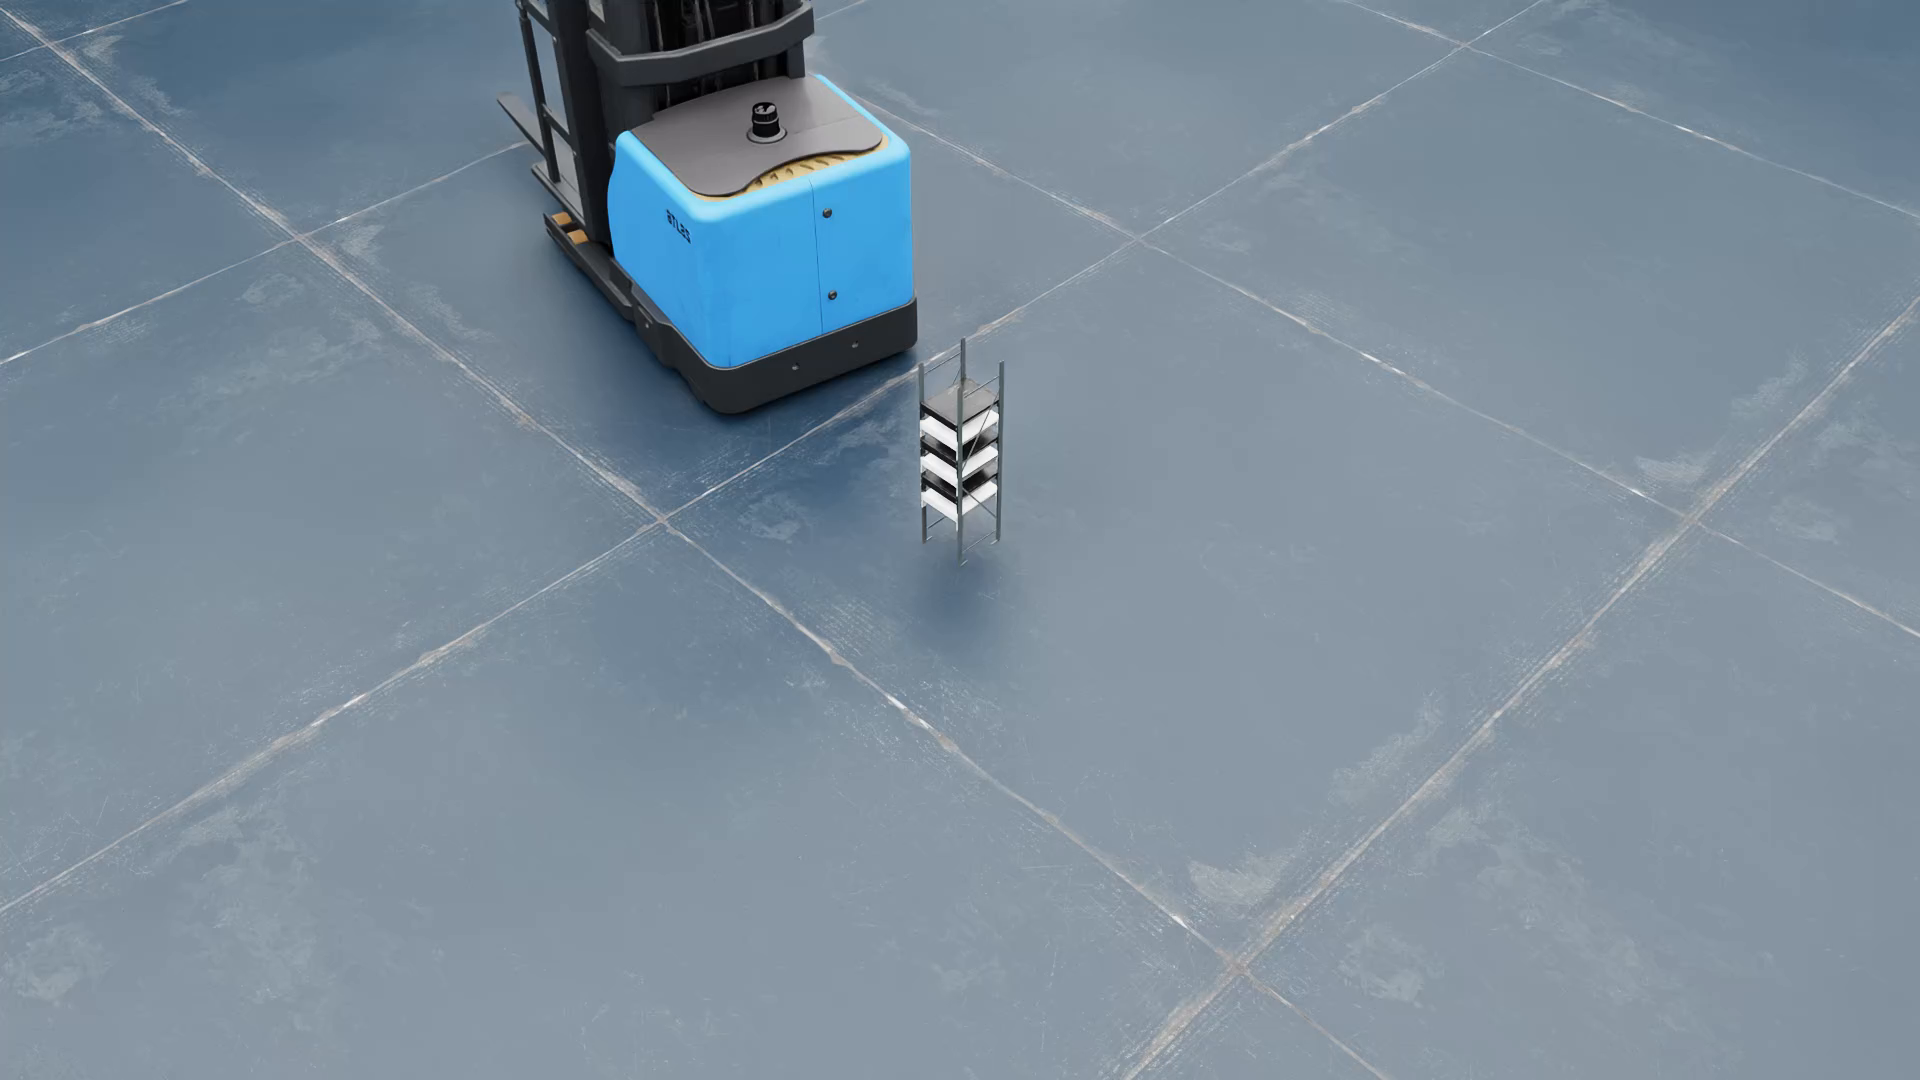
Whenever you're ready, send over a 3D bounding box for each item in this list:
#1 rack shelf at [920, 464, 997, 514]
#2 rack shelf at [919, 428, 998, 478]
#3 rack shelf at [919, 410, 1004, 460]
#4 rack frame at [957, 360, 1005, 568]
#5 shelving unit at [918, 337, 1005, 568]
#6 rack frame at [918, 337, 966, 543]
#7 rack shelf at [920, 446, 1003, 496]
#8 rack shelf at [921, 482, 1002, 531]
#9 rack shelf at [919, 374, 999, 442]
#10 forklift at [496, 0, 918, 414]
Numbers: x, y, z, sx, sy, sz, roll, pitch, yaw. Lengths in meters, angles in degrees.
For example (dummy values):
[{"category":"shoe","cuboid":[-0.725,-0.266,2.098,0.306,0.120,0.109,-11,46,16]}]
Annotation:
[{"category":"rack shelf","cuboid":[0.006,-0.236,6.524,0.258,0.077,0.200,-34,53,-31]},{"category":"rack shelf","cuboid":[0.006,-0.368,6.402,0.258,0.077,0.200,-34,53,-31]},{"category":"rack shelf","cuboid":[0.006,-0.434,6.341,0.258,0.077,0.200,-34,53,-31]},{"category":"rack frame","cuboid":[0.078,-0.278,6.388,0.240,0.900,0.006,-34,53,-31]},{"category":"shelving unit","cuboid":[0.006,-0.327,6.440,0.258,0.900,0.210,-34,53,-31]},{"category":"rack frame","cuboid":[-0.066,-0.375,6.493,0.240,0.900,0.006,-34,53,-31]},{"category":"rack shelf","cuboid":[0.006,-0.302,6.463,0.258,0.077,0.200,-34,53,-31]},{"category":"rack shelf","cuboid":[0.006,-0.170,6.585,0.258,0.077,0.200,-34,53,-31]},{"category":"rack shelf","cuboid":[0.006,-0.500,6.280,0.258,0.077,0.200,-34,53,-31]},{"category":"forklift","cuboid":[-1.418,-2.600,7.404,1.130,2.935,3.031,-24,48,-24]}]
